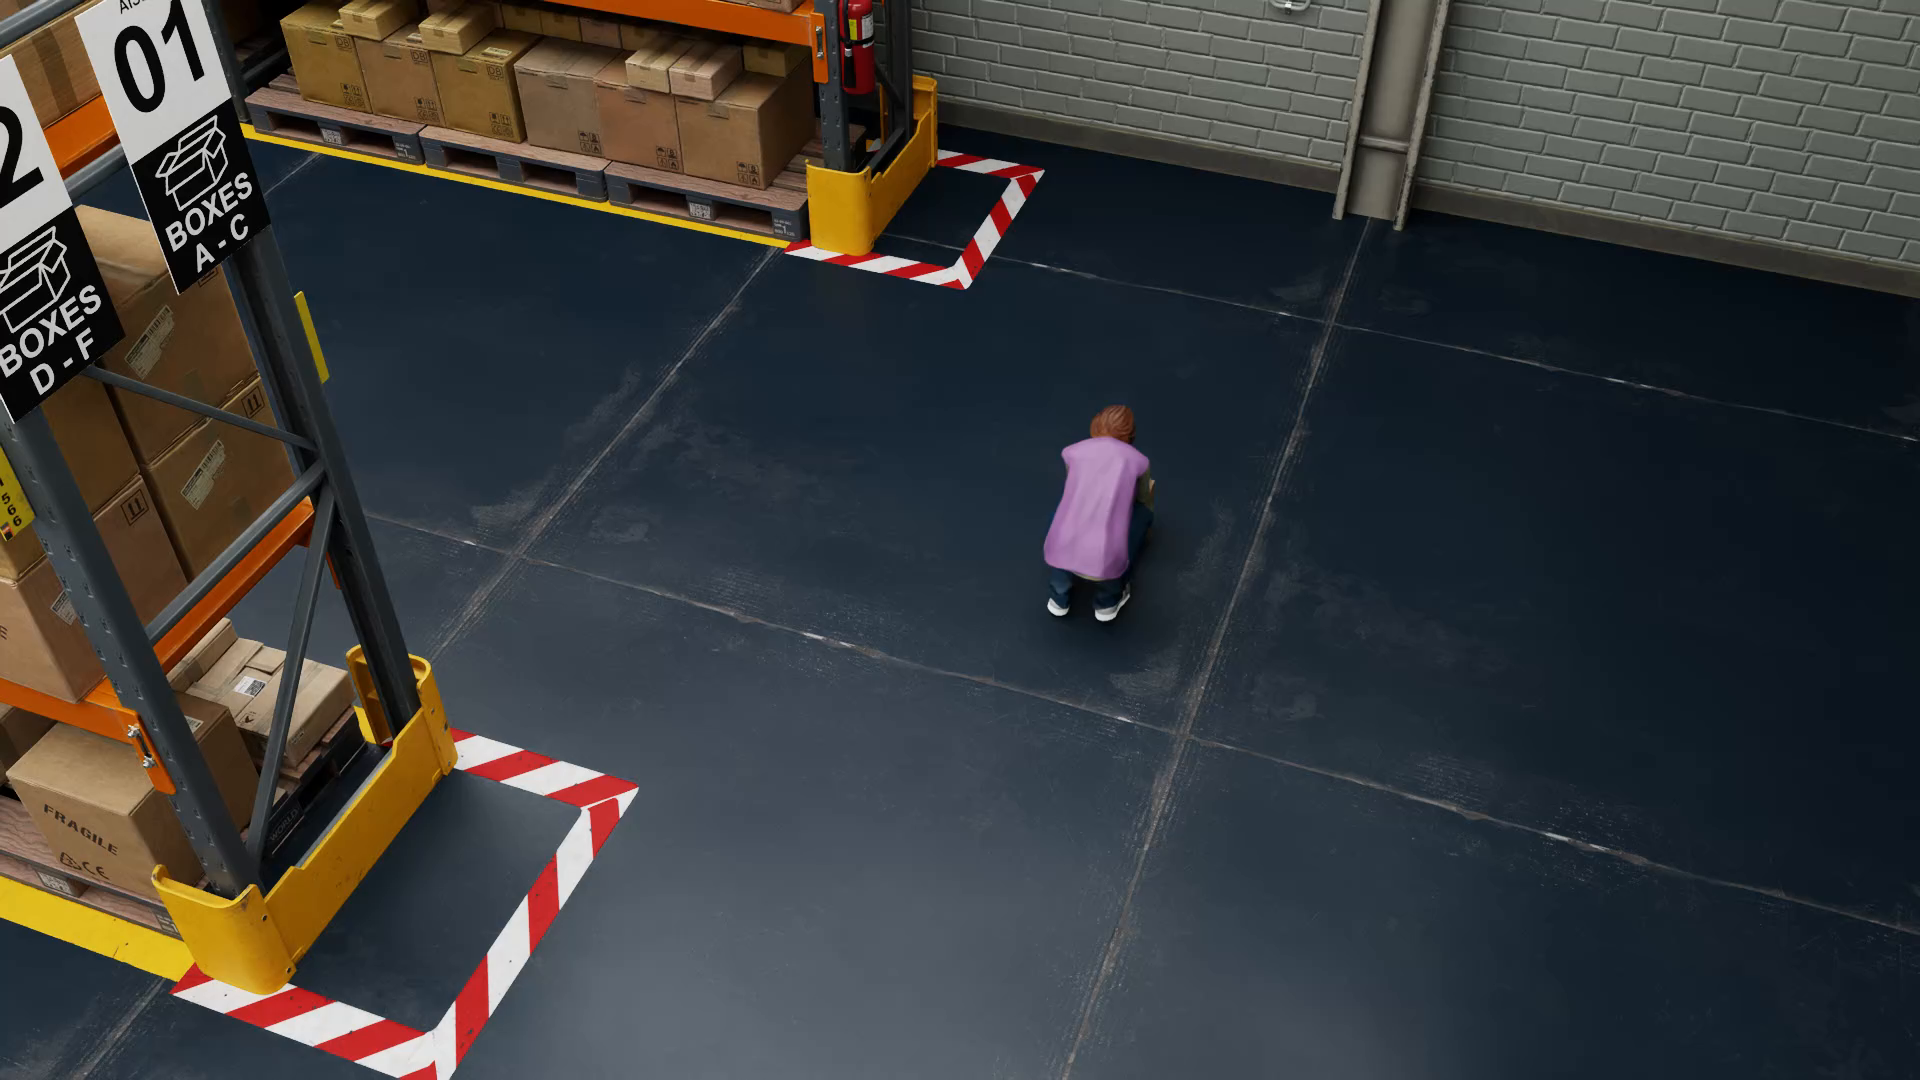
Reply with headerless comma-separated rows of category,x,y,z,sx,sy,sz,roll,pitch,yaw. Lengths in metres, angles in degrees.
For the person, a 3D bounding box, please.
person,0.520,-0.308,6.504,0.448,1.599,0.337,13,44,14
